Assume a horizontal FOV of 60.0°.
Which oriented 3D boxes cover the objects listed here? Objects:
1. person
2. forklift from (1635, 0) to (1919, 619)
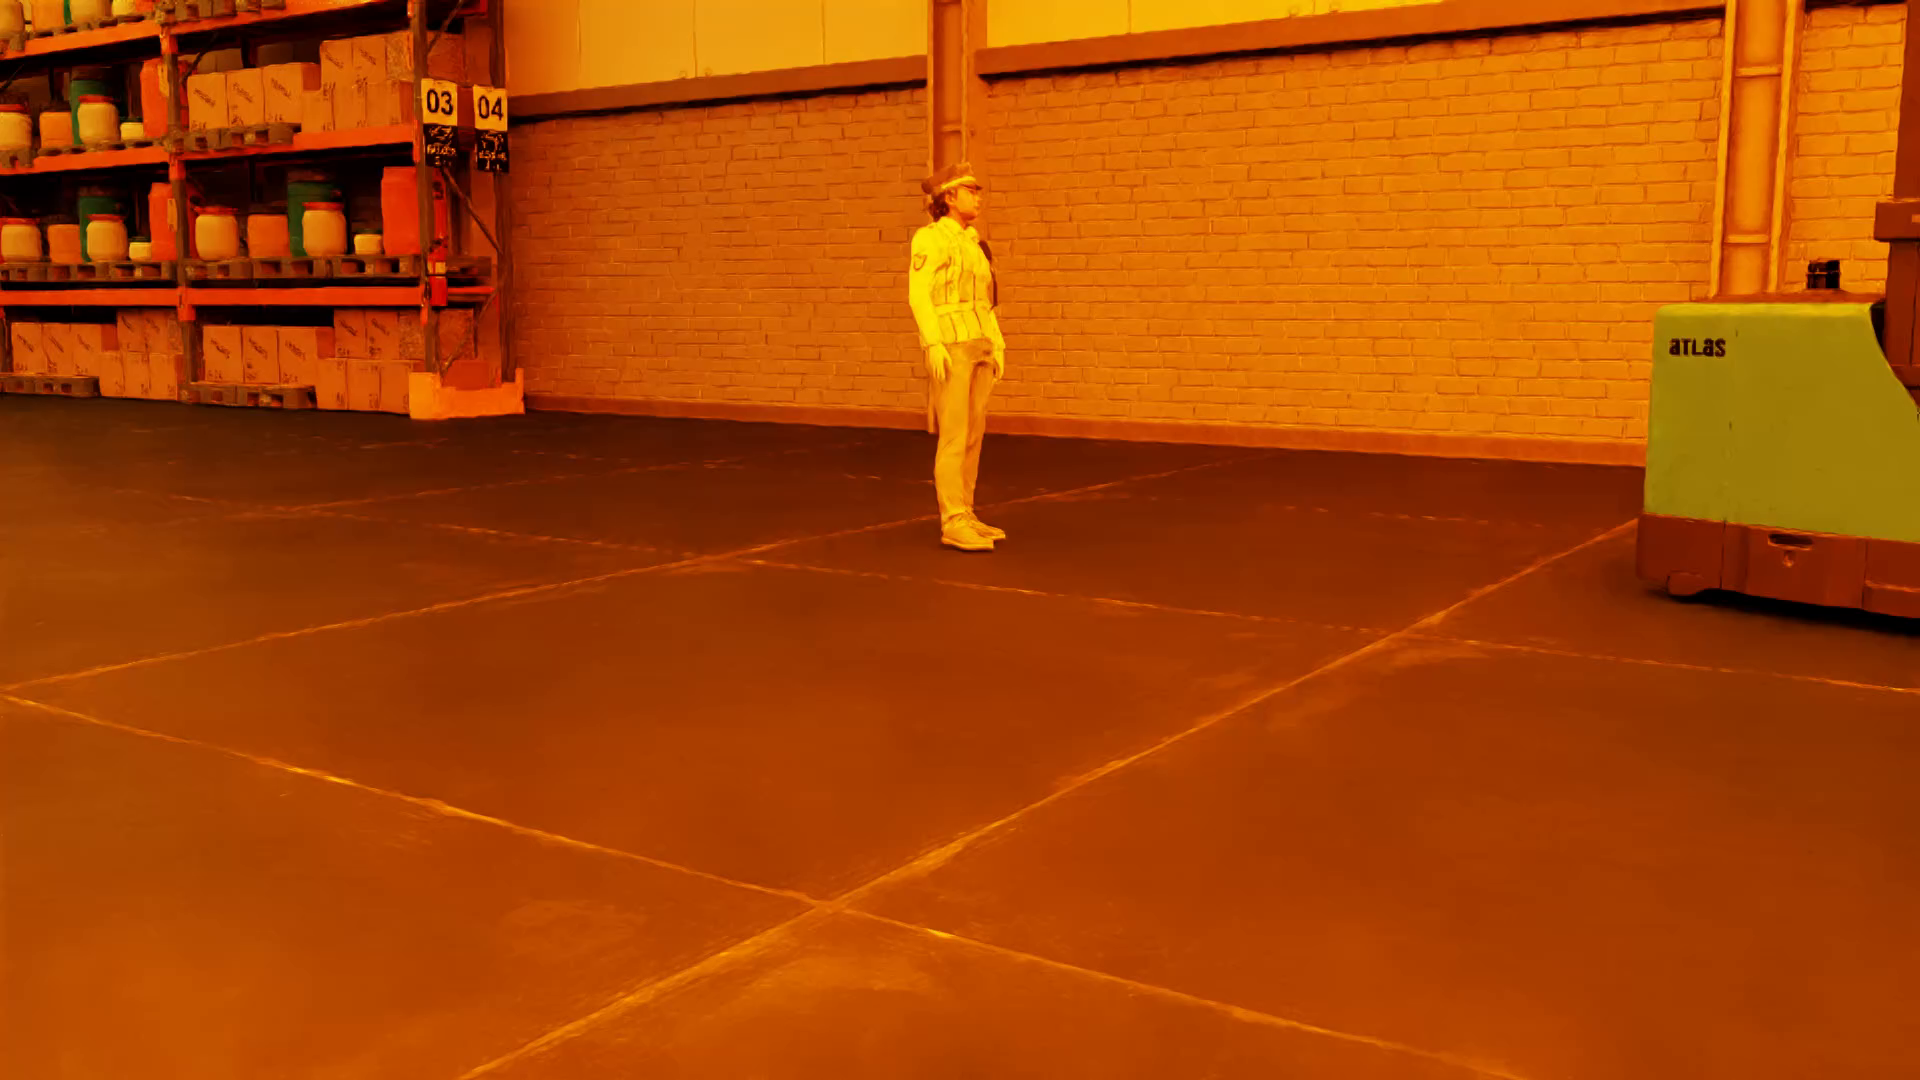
[{"bbox_3d":[0.052,-0.840,7.440,0.532,1.695,0.586,5,10,34],"label":"person"},{"bbox_3d":[3.777,-1.120,5.072,1.130,2.935,3.031,-6,10,-36],"label":"forklift"}]
